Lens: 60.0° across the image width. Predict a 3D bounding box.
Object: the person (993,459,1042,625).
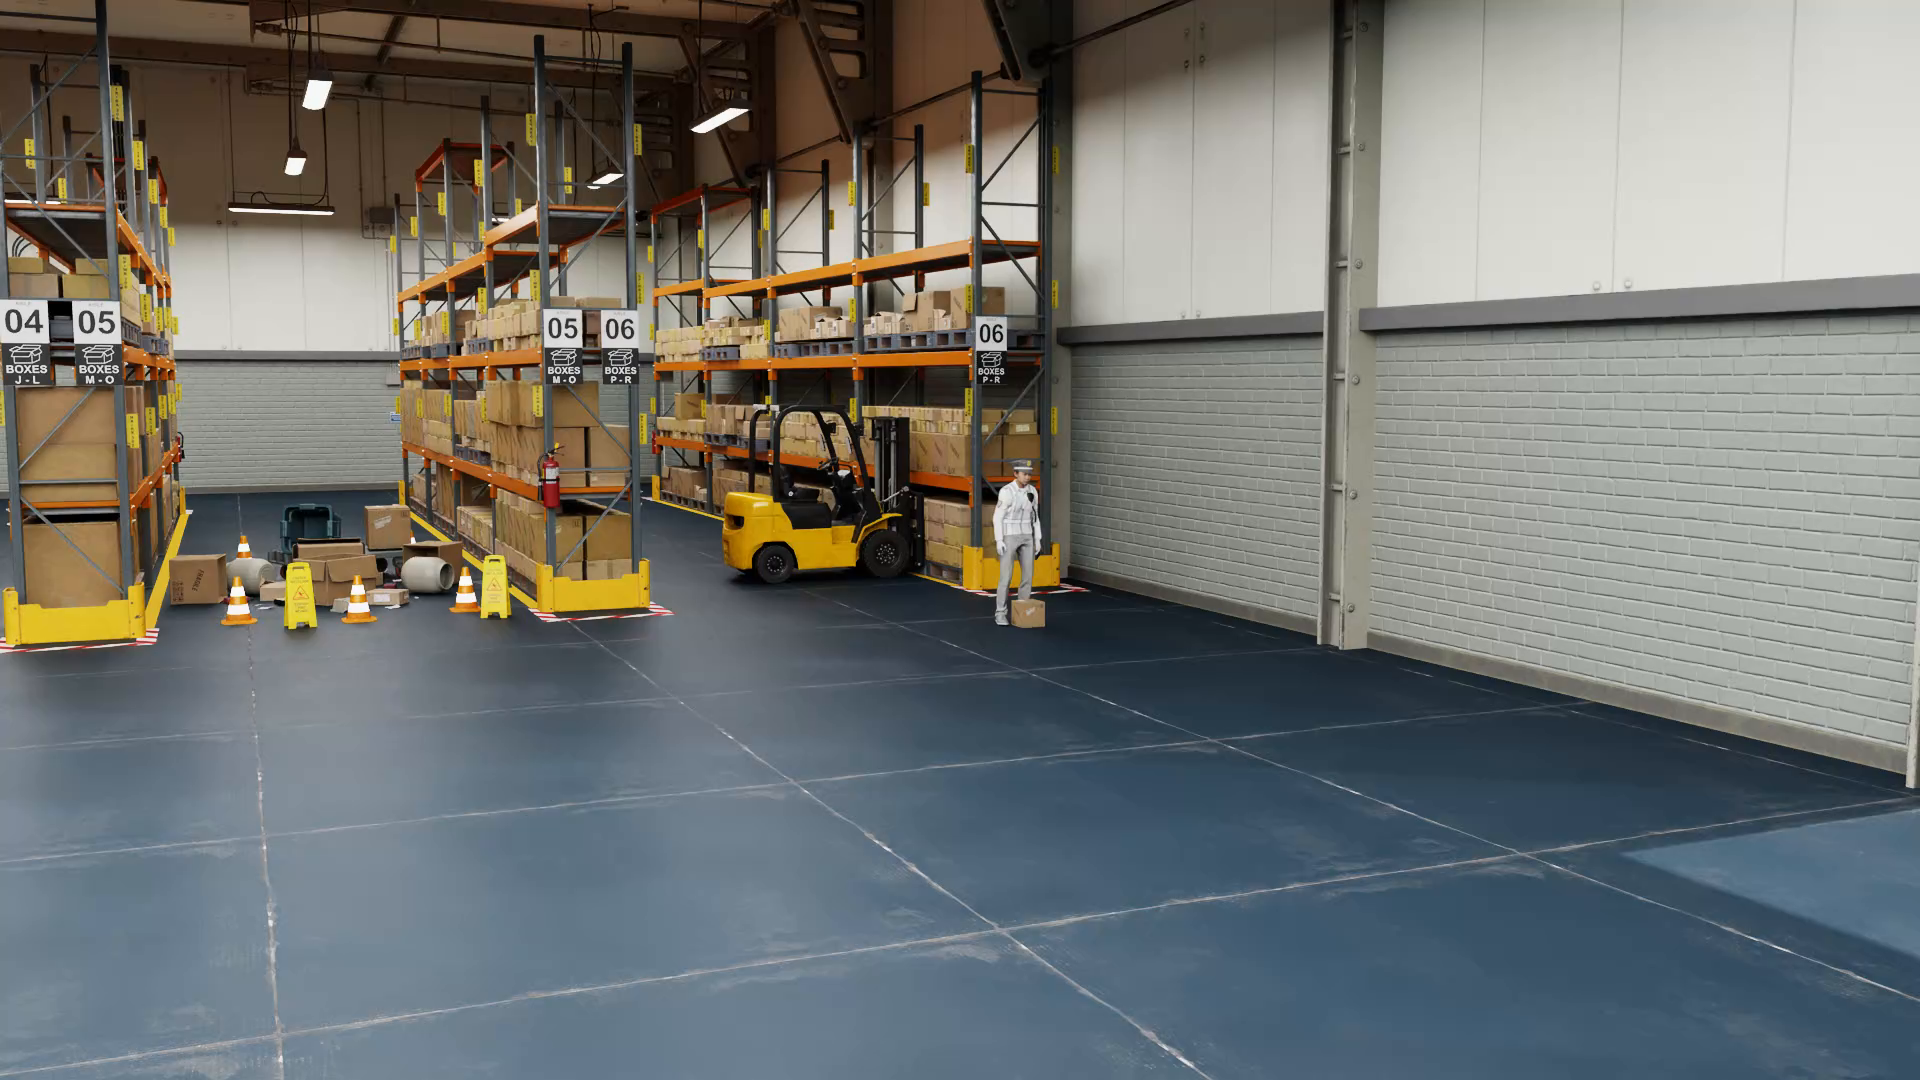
[{"bbox_3d":[0.587,0.013,16.842,0.546,1.664,0.375,-3,6,-27],"label":"person"}]
